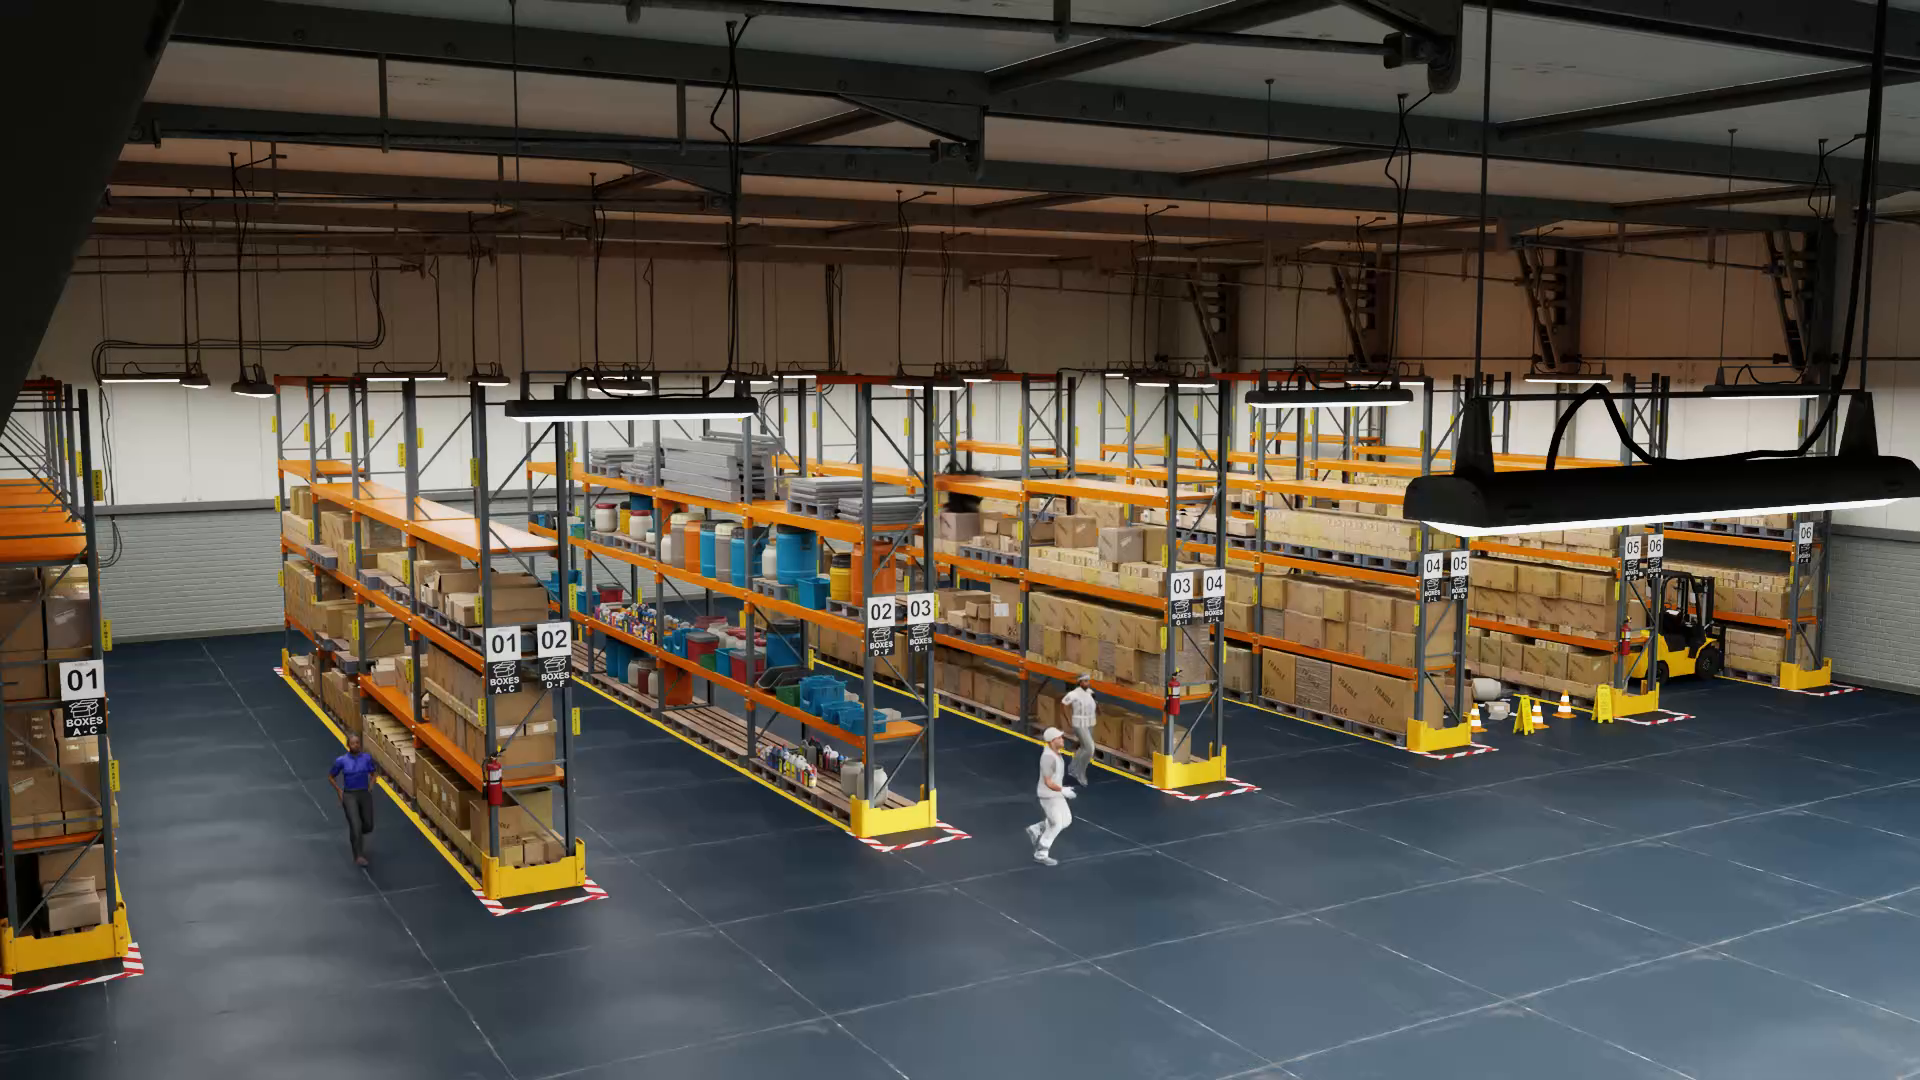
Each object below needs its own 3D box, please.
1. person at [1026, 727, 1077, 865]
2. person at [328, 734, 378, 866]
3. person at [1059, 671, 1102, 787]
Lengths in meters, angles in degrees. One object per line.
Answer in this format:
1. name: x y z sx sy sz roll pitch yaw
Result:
1. person: 1.148 3.196 20.838 0.664 1.744 0.686 1 6 11
2. person: -7.617 3.241 20.932 0.584 1.613 0.720 -4 8 -34
3. person: 1.845 2.794 24.719 0.704 1.724 0.541 6 9 44
